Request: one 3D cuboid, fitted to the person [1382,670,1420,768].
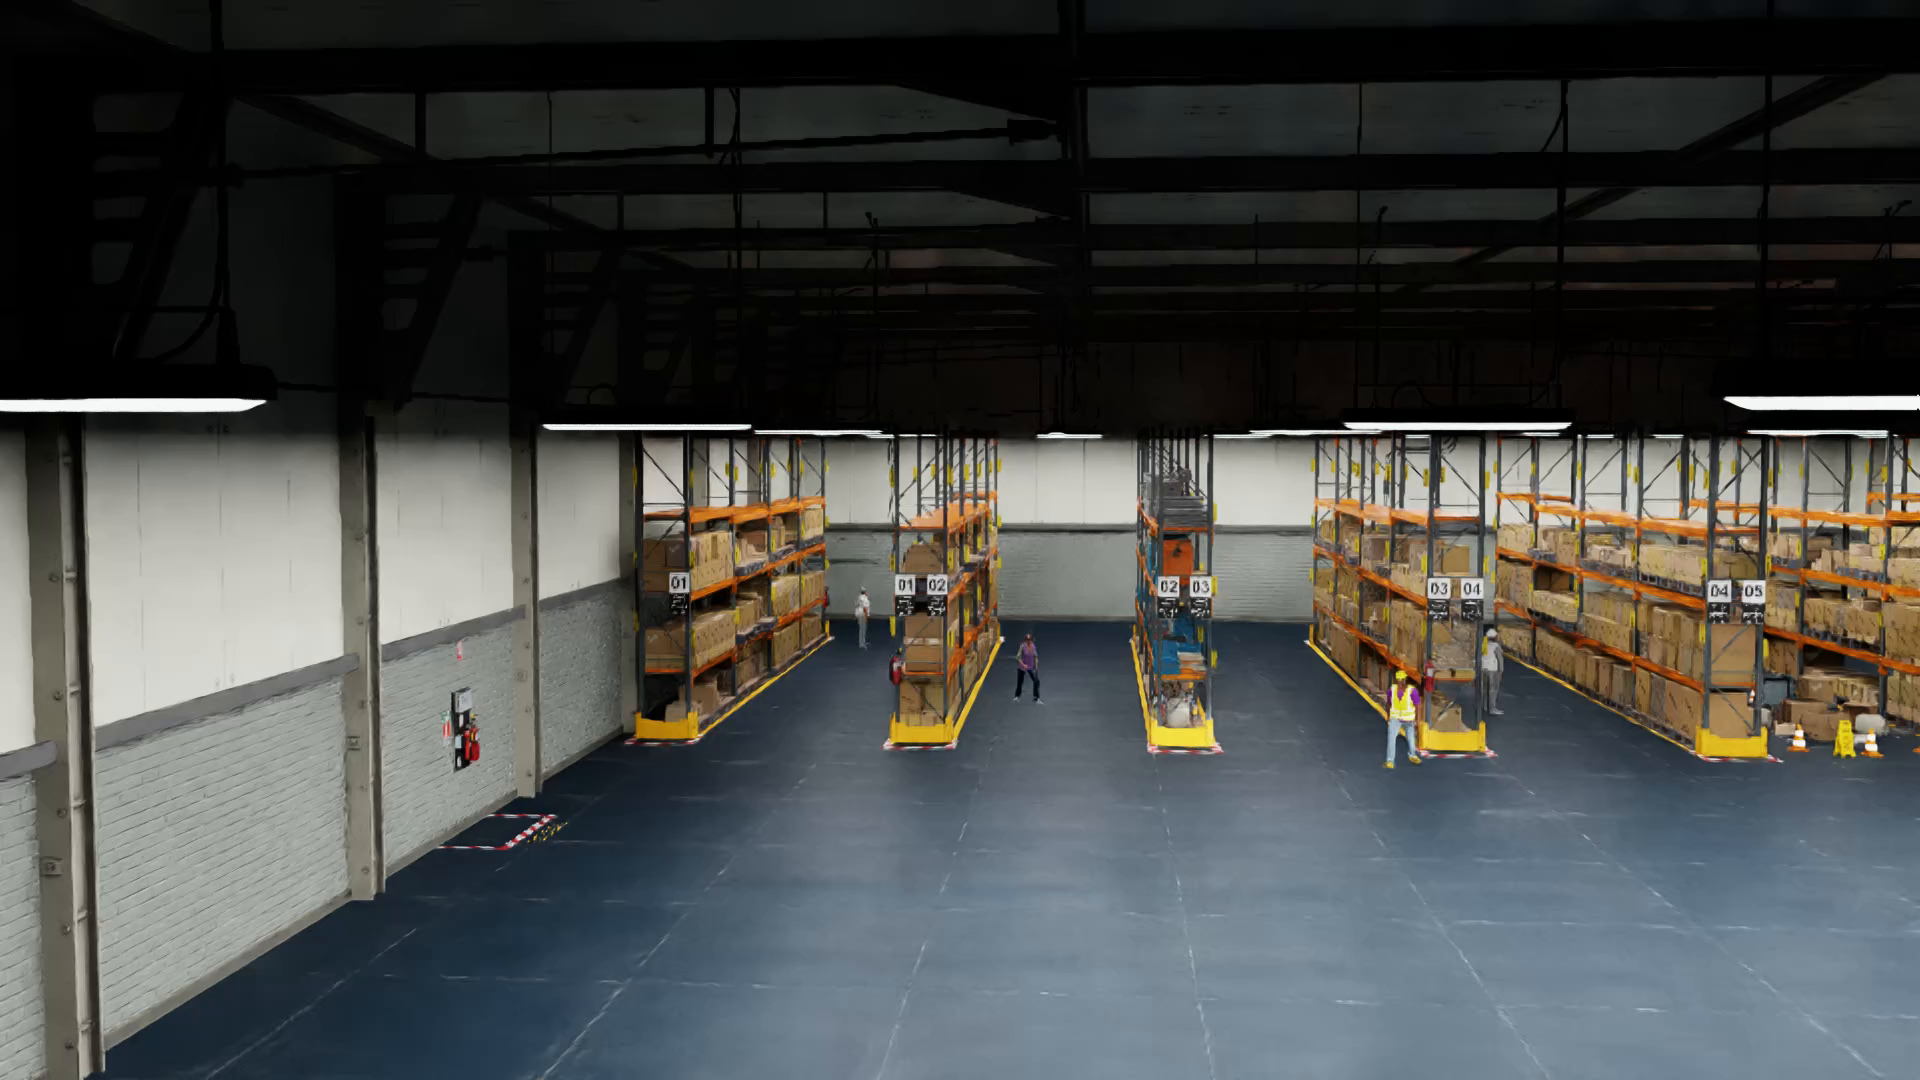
[{"bbox_3d":[7.757,3.121,29.167,0.618,1.720,0.972,2,4,27],"label":"person"}]

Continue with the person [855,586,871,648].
[{"bbox_3d":[-2.650,2.116,46.005,0.463,1.673,0.578,-1,4,-23],"label":"person"}]

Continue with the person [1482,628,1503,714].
[{"bbox_3d":[11.152,2.729,34.789,0.444,1.775,0.581,-2,4,-27],"label":"person"}]

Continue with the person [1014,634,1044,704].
[{"bbox_3d":[1.463,2.772,36.164,0.561,1.525,0.788,-1,4,-13],"label":"person"}]
